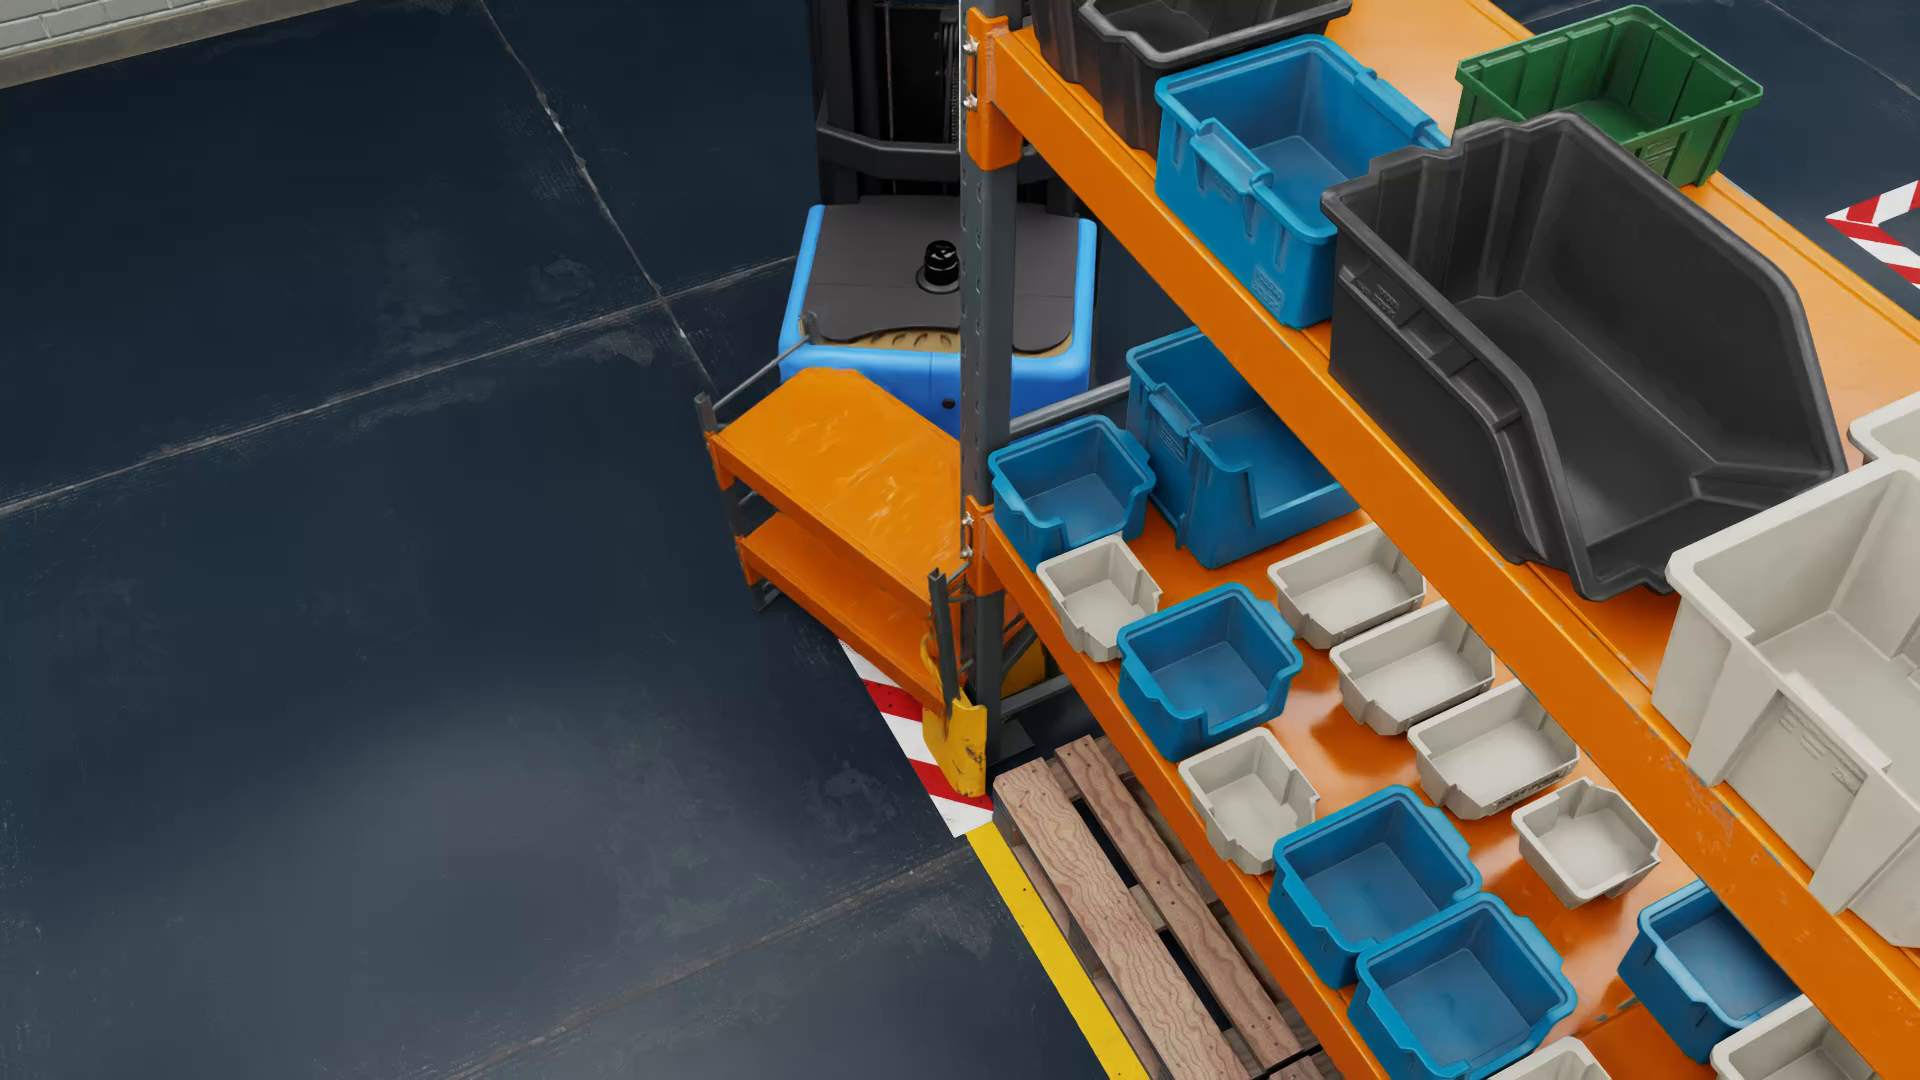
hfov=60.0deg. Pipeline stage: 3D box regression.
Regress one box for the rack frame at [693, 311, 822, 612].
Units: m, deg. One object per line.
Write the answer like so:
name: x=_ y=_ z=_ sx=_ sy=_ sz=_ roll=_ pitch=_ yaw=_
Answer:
rack frame: x=-0.603 y=-0.236 z=5.660 sx=0.032 sy=1.125 sz=0.500 roll=36 pitch=63 yaw=27

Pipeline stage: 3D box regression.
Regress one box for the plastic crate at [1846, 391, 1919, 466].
plastic crate: x=1.638 y=-0.025 z=2.461 sx=0.437 sy=0.136 sz=0.530 roll=-21 pitch=52 yaw=-18

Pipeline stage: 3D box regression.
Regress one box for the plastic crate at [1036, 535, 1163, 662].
plastic crate: x=0.365 y=0.168 z=4.246 sx=0.250 sy=0.136 sz=0.298 roll=-21 pitch=52 yaw=-18

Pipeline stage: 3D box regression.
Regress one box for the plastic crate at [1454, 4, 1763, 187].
plastic crate: x=1.177 y=-0.777 z=3.085 sx=0.450 sy=0.188 sz=0.336 roll=-21 pitch=52 yaw=-18

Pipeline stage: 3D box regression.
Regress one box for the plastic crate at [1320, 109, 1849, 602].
plastic crate: x=0.926 y=-0.271 z=2.543 sx=0.504 sy=0.338 sz=0.767 roll=-21 pitch=52 yaw=-18

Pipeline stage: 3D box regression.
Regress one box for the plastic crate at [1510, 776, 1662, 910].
plastic crate: x=1.427 y=0.698 z=3.782 sx=0.298 sy=0.136 sz=0.250 roll=-21 pitch=52 yaw=-18

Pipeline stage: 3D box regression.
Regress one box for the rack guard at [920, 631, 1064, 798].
rack guard: x=0.449 y=0.390 z=5.577 sx=1.175 sy=0.500 sz=0.348 roll=-21 pitch=52 yaw=-18

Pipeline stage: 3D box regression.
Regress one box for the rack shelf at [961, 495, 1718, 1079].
rack shelf: x=1.387 y=1.154 z=3.726 sx=1.077 sy=0.370 sz=4.000 roll=-21 pitch=52 yaw=-18

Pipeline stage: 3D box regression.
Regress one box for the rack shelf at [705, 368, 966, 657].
rack shelf: x=-0.257 y=-0.146 z=5.195 sx=1.000 sy=0.278 sz=0.538 roll=36 pitch=63 yaw=27

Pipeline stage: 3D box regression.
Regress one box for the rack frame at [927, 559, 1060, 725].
rack frame: x=0.127 y=0.297 z=5.195 sx=0.032 sy=1.125 sz=0.500 roll=36 pitch=63 yaw=27

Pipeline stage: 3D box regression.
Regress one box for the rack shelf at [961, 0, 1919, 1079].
rack shelf: x=1.387 y=0.167 z=2.597 sx=1.077 sy=0.370 sz=4.000 roll=-21 pitch=52 yaw=-18

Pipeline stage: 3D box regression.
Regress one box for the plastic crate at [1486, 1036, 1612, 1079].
plastic crate: x=1.238 y=1.261 z=3.290 sx=0.293 sy=0.136 sz=0.466 roll=-21 pitch=52 yaw=-18

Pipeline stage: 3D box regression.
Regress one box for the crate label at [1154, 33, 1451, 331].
crate label: x=0.606 y=-0.631 z=2.915 sx=0.408 sy=0.251 sz=0.502 roll=-21 pitch=52 yaw=-18

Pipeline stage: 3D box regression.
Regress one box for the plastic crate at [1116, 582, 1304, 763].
plastic crate: x=0.593 y=0.333 z=4.037 sx=0.416 sy=0.233 sz=0.300 roll=-21 pitch=52 yaw=-18

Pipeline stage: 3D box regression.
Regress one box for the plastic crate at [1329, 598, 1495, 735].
plastic crate: x=1.125 y=0.328 z=4.106 sx=0.396 sy=0.136 sz=0.243 roll=-21 pitch=52 yaw=-18

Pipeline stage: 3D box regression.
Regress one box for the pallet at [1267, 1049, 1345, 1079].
pallet: x=1.369 y=1.877 z=4.468 sx=1.003 sy=0.211 sz=1.213 roll=-21 pitch=52 yaw=-18

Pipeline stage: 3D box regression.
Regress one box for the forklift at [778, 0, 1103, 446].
forklift: x=0.032 y=-1.948 z=6.007 sx=1.130 sy=2.935 sz=3.031 roll=4 pitch=49 yaw=3

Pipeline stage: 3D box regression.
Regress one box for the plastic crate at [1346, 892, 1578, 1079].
plastic crate: x=1.032 y=0.975 z=3.476 sx=0.416 sy=0.233 sz=0.300 roll=-21 pitch=52 yaw=-18

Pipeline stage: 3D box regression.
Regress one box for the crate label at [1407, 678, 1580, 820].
crate label: x=1.275 y=0.506 z=3.950 sx=0.396 sy=0.136 sz=0.243 roll=-21 pitch=52 yaw=-18

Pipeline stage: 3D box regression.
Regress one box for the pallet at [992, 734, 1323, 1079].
pallet: x=0.814 y=1.062 z=5.181 sx=1.003 sy=0.211 sz=1.213 roll=-21 pitch=52 yaw=-18

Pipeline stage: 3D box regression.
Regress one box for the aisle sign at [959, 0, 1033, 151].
aisle sign: x=0.174 y=-1.223 z=3.600 sx=0.394 sy=0.787 sz=0.004 roll=-21 pitch=52 yaw=-18

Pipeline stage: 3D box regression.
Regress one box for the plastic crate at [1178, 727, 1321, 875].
plastic crate: x=0.675 y=0.622 z=3.849 sx=0.250 sy=0.136 sz=0.298 roll=-21 pitch=52 yaw=-18

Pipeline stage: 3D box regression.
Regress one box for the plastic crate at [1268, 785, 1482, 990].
plastic crate: x=0.894 y=0.774 z=3.652 sx=0.416 sy=0.233 sz=0.300 roll=-21 pitch=52 yaw=-18

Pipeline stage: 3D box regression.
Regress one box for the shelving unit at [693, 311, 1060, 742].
shelving unit: x=-0.238 y=0.031 z=5.427 sx=1.048 sy=1.125 sz=0.538 roll=36 pitch=63 yaw=27

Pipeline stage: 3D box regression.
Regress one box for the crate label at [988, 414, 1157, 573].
crate label: x=0.292 y=-0.107 z=4.422 sx=0.416 sy=0.233 sz=0.303 roll=-21 pitch=52 yaw=-18

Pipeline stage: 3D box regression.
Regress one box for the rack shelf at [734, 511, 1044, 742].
rack shelf: x=-0.222 y=0.179 z=5.621 sx=1.000 sy=0.278 sz=0.538 roll=36 pitch=63 yaw=27

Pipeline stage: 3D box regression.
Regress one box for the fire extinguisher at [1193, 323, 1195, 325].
fire extinguisher: x=0.807 y=-0.531 z=5.020 sx=0.296 sy=0.674 sz=0.183 roll=-21 pitch=52 yaw=-18

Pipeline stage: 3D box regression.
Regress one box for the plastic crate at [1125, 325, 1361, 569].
plastic crate: x=0.791 y=-0.293 z=4.450 sx=0.616 sy=0.435 sz=0.499 roll=-21 pitch=52 yaw=-18

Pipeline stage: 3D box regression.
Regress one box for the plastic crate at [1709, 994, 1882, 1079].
plastic crate: x=1.767 y=1.190 z=3.256 sx=0.437 sy=0.282 sz=0.530 roll=-21 pitch=52 yaw=-18

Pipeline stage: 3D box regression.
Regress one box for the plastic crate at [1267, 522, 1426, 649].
plastic crate: x=1.006 y=0.129 z=4.280 sx=0.396 sy=0.136 sz=0.243 roll=-21 pitch=52 yaw=-18

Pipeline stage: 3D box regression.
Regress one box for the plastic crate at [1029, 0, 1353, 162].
plastic crate: x=0.400 y=-1.012 z=3.236 sx=0.497 sy=0.269 sz=0.590 roll=-21 pitch=52 yaw=-18

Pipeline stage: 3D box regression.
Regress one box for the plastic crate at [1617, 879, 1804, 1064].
plastic crate: x=1.639 y=0.900 z=3.541 sx=0.416 sy=0.233 sz=0.300 roll=-21 pitch=52 yaw=-18

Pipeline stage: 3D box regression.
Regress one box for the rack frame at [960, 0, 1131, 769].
rack frame: x=0.472 y=-0.421 z=4.626 sx=1.000 sy=3.000 sz=0.127 roll=-21 pitch=52 yaw=-18

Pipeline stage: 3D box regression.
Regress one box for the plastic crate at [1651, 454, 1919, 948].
plastic crate: x=1.211 y=0.220 z=2.151 sx=0.437 sy=0.282 sz=0.530 roll=-21 pitch=52 yaw=-18
